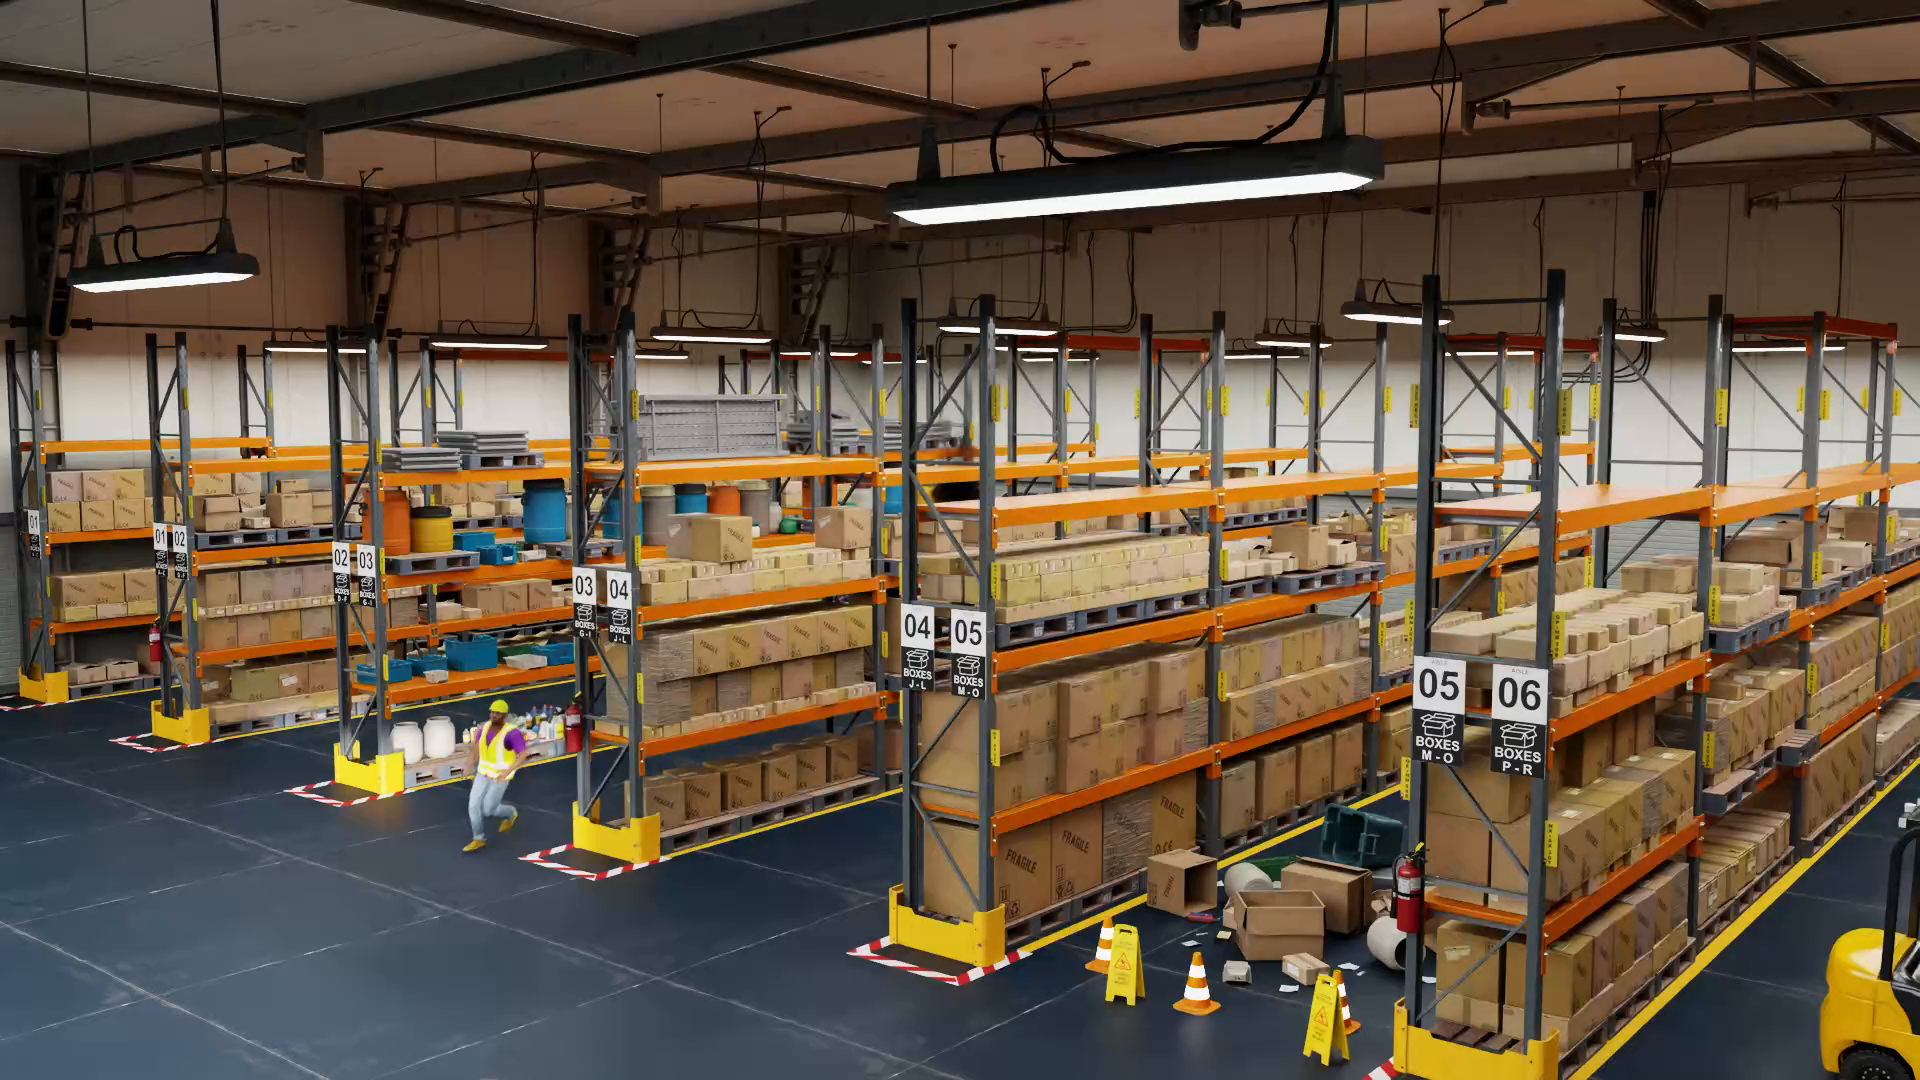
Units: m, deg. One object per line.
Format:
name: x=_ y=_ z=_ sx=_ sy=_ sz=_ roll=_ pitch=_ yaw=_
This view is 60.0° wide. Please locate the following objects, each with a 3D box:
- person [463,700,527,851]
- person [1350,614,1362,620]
person: x=-5.217 y=2.634 z=18.777 sx=0.746 sy=1.708 sz=0.682 roll=2 pitch=6 yaw=25
person: x=6.126 y=1.993 z=25.769 sx=0.701 sy=1.727 sz=0.538 roll=5 pitch=7 yaw=44
